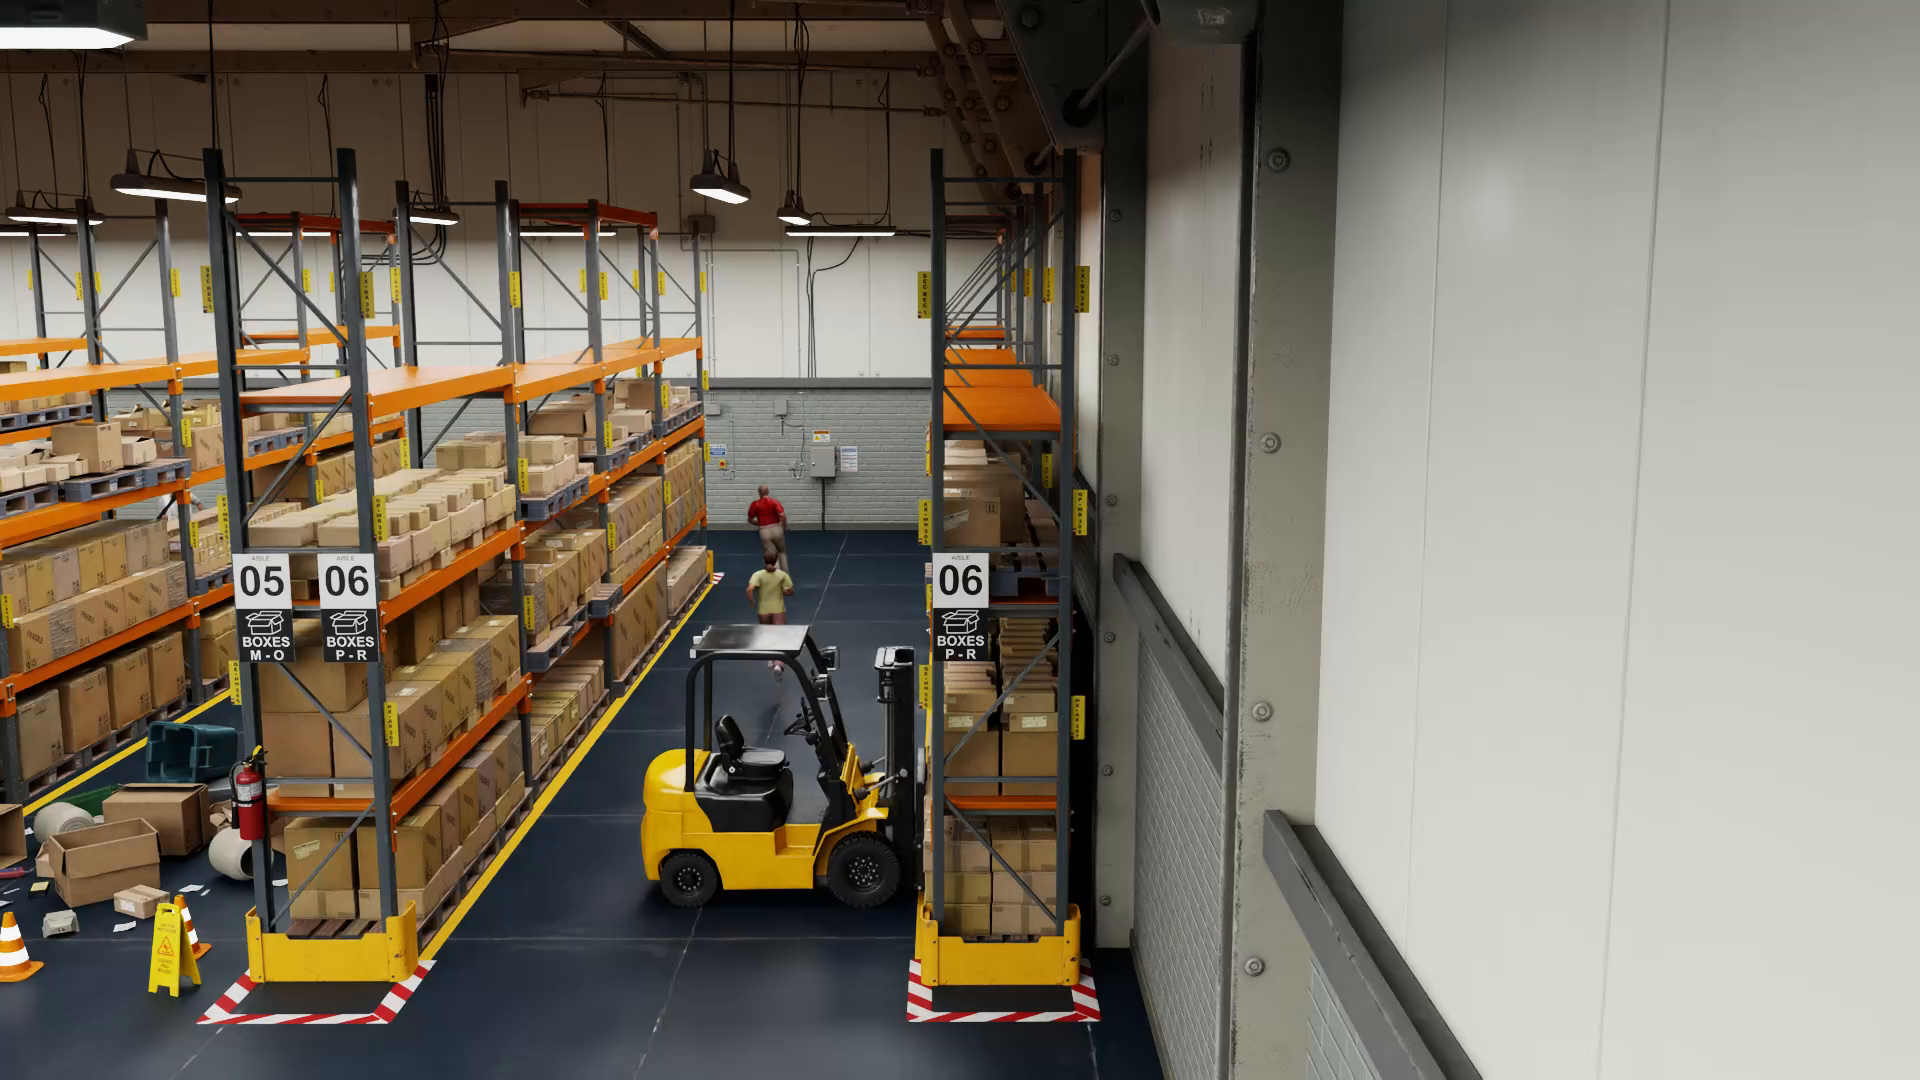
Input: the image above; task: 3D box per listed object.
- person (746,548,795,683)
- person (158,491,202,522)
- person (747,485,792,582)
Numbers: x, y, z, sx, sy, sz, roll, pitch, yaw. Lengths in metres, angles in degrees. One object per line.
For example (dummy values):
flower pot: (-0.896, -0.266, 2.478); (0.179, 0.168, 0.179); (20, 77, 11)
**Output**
person: (-2.335, 0.914, 20.528); (0.594, 1.635, 0.879); (-1, 9, -6)
person: (-13.132, -0.168, 28.008); (0.626, 1.790, 0.683); (-1, 9, -8)
person: (-3.160, -0.077, 27.517); (0.703, 1.698, 0.795); (-1, 9, -4)
